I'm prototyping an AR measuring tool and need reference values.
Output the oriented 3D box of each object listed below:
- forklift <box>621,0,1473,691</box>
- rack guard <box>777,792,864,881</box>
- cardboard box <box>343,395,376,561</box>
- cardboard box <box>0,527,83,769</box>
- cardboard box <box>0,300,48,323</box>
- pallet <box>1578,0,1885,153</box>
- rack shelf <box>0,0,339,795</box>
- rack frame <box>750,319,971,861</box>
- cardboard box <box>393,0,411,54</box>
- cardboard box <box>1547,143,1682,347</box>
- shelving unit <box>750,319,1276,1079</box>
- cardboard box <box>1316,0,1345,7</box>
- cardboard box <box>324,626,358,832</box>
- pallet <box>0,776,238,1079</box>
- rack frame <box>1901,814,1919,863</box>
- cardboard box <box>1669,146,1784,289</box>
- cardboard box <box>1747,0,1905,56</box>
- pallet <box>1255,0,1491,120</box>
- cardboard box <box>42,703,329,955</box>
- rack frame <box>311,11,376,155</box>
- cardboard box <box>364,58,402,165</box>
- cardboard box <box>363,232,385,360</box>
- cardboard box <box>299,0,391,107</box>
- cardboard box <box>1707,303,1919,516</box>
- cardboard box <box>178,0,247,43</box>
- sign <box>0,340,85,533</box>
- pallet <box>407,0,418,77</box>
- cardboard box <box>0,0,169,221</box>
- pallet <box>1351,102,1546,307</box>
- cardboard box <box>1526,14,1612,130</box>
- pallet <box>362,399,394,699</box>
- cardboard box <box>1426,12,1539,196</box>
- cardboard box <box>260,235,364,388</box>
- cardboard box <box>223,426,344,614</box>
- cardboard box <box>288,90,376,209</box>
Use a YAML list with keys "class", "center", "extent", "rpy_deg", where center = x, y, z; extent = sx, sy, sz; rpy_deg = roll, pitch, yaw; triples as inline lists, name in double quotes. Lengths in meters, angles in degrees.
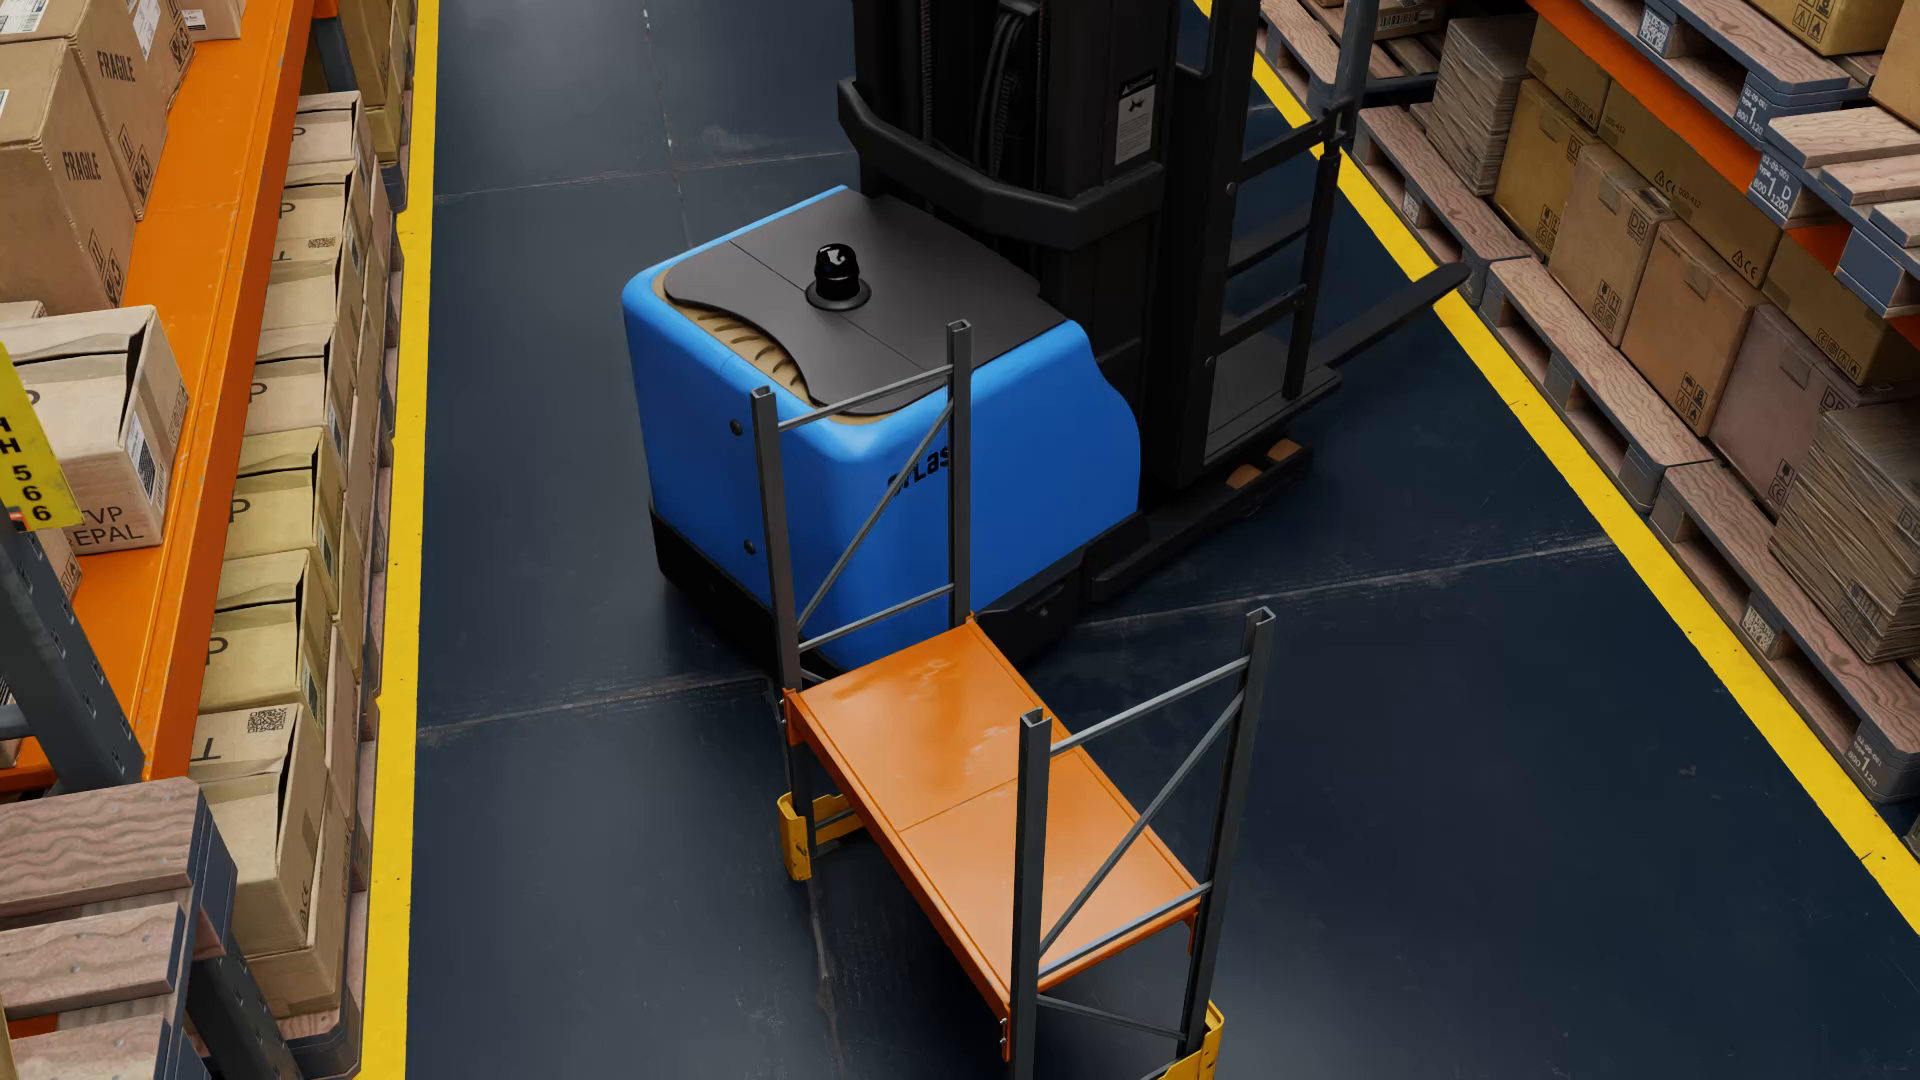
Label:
- class: "forklift"
  center: [0.512, -1.403, 4.623]
  extent: [3.031, 2.935, 1.130]
  rpy_deg: [-31, 50, -30]
- class: "rack guard"
  center: [-0.188, 0.665, 4.313]
  extent: [0.587, 0.250, 0.087]
  rpy_deg: [-21, 46, -22]
- class: "cardboard box"
  center: [-2.030, -0.157, 4.922]
  extent: [0.500, 0.250, 0.500]
  rpy_deg: [-8, 42, -8]
- class: "cardboard box"
  center: [-1.901, 0.139, 2.901]
  extent: [0.500, 0.311, 0.500]
  rpy_deg: [-6, 42, -7]
- class: "cardboard box"
  center: [-2.196, -0.377, 3.604]
  extent: [0.380, 0.149, 0.250]
  rpy_deg: [-5, 42, -6]
- class: "pallet"
  center: [2.503, -1.570, 4.904]
  extent: [1.003, 0.211, 1.213]
  rpy_deg: [-8, 42, -9]
- class: "rack shelf"
  center: [-2.297, -0.680, 4.298]
  extent: [1.077, 0.370, 4.000]
  rpy_deg: [-8, 42, -9]
- class: "rack frame"
  center: [-0.198, 0.186, 3.910]
  extent: [0.500, 1.500, 0.032]
  rpy_deg: [-21, 46, -22]
- class: "cardboard box"
  center: [-2.739, -2.368, 7.413]
  extent: [0.500, 0.250, 0.500]
  rpy_deg: [-8, 42, -9]
- class: "cardboard box"
  center: [2.514, -1.048, 5.723]
  extent: [0.700, 0.500, 0.500]
  rpy_deg: [-8, 42, -9]
- class: "shelving unit"
  center: [0.065, 0.482, 3.577]
  extent: [0.587, 1.500, 1.083]
  rpy_deg: [-21, 46, -22]
- class: "cardboard box"
  center: [1.844, -2.854, 7.757]
  extent: [0.500, 0.500, 0.500]
  rpy_deg: [-11, 43, -12]
- class: "cardboard box"
  center: [-1.801, 0.512, 4.169]
  extent: [0.500, 0.250, 0.500]
  rpy_deg: [-9, 42, -10]
- class: "pallet"
  center: [-1.651, 0.849, 2.179]
  extent: [1.213, 0.211, 1.003]
  rpy_deg: [-8, 42, -9]
- class: "rack frame"
  center: [2.971, -0.365, 3.401]
  extent: [1.000, 3.000, 0.127]
  rpy_deg: [-8, 42, -9]
- class: "cardboard box"
  center: [2.587, -1.045, 5.155]
  extent: [0.500, 0.250, 0.500]
  rpy_deg: [-9, 42, -9]
- class: "cardboard box"
  center: [2.569, -1.674, 4.470]
  extent: [0.700, 0.500, 0.500]
  rpy_deg: [-8, 42, -9]
- class: "pallet"
  center: [1.928, -2.345, 7.733]
  extent: [1.003, 0.211, 1.213]
  rpy_deg: [-8, 42, -9]
- class: "cardboard box"
  center: [-1.692, 0.628, 3.616]
  extent: [0.500, 0.311, 0.500]
  rpy_deg: [-7, 42, -8]
- class: "rack frame"
  center: [-2.729, -2.245, 5.520]
  extent: [1.000, 3.000, 0.127]
  rpy_deg: [-8, 42, -9]
- class: "cardboard box"
  center: [-2.533, -1.718, 6.681]
  extent: [0.500, 0.250, 0.500]
  rpy_deg: [-8, 42, -9]
- class: "cardboard box"
  center: [-2.249, -0.819, 5.668]
  extent: [0.500, 0.250, 0.500]
  rpy_deg: [-9, 42, -10]
- class: "cardboard box"
  center: [-2.523, -2.000, 6.433]
  extent: [0.500, 0.500, 0.500]
  rpy_deg: [-8, 42, -9]
- class: "cardboard box"
  center: [2.767, -0.404, 4.997]
  extent: [0.700, 0.500, 0.500]
  rpy_deg: [-8, 42, -9]
- class: "cardboard box"
  center: [-2.360, -1.651, 4.952]
  extent: [0.396, 0.266, 0.258]
  rpy_deg: [-9, 42, -10]
- class: "sign"
  center: [-1.338, -0.140, 2.335]
  extent: [0.100, 0.325, 0.005]
  rpy_deg: [-8, 42, -9]
- class: "pallet"
  center: [-3.126, -2.516, 7.926]
  extent: [1.003, 0.211, 1.213]
  rpy_deg: [-8, 42, -9]
- class: "cardboard box"
  center: [-2.357, -1.116, 4.173]
  extent: [0.500, 0.500, 0.500]
  rpy_deg: [-8, 42, -9]
- class: "pallet"
  center: [2.277, -1.410, 6.680]
  extent: [1.003, 0.211, 1.213]
  rpy_deg: [-8, 42, -9]
- class: "cardboard box"
  center: [2.381, -1.708, 5.901]
  extent: [0.500, 0.250, 0.500]
  rpy_deg: [-9, 42, -10]
- class: "pallet"
  center: [-2.265, 0.062, 5.021]
  extent: [1.003, 0.211, 1.213]
  rpy_deg: [-8, 42, -9]
- class: "cardboard box"
  center: [2.282, -1.712, 6.471]
  extent: [0.700, 0.500, 0.500]
  rpy_deg: [-7, 42, -8]
- class: "cardboard box"
  center: [-2.138, -0.702, 5.114]
  extent: [0.500, 0.311, 0.500]
  rpy_deg: [-8, 42, -9]
- class: "cardboard box"
  center: [-1.921, -0.043, 4.371]
  extent: [0.500, 0.311, 0.500]
  rpy_deg: [-9, 42, -10]
- class: "cardboard box"
  center: [-2.362, -1.362, 5.858]
  extent: [0.500, 0.311, 0.500]
  rpy_deg: [-8, 42, -9]
